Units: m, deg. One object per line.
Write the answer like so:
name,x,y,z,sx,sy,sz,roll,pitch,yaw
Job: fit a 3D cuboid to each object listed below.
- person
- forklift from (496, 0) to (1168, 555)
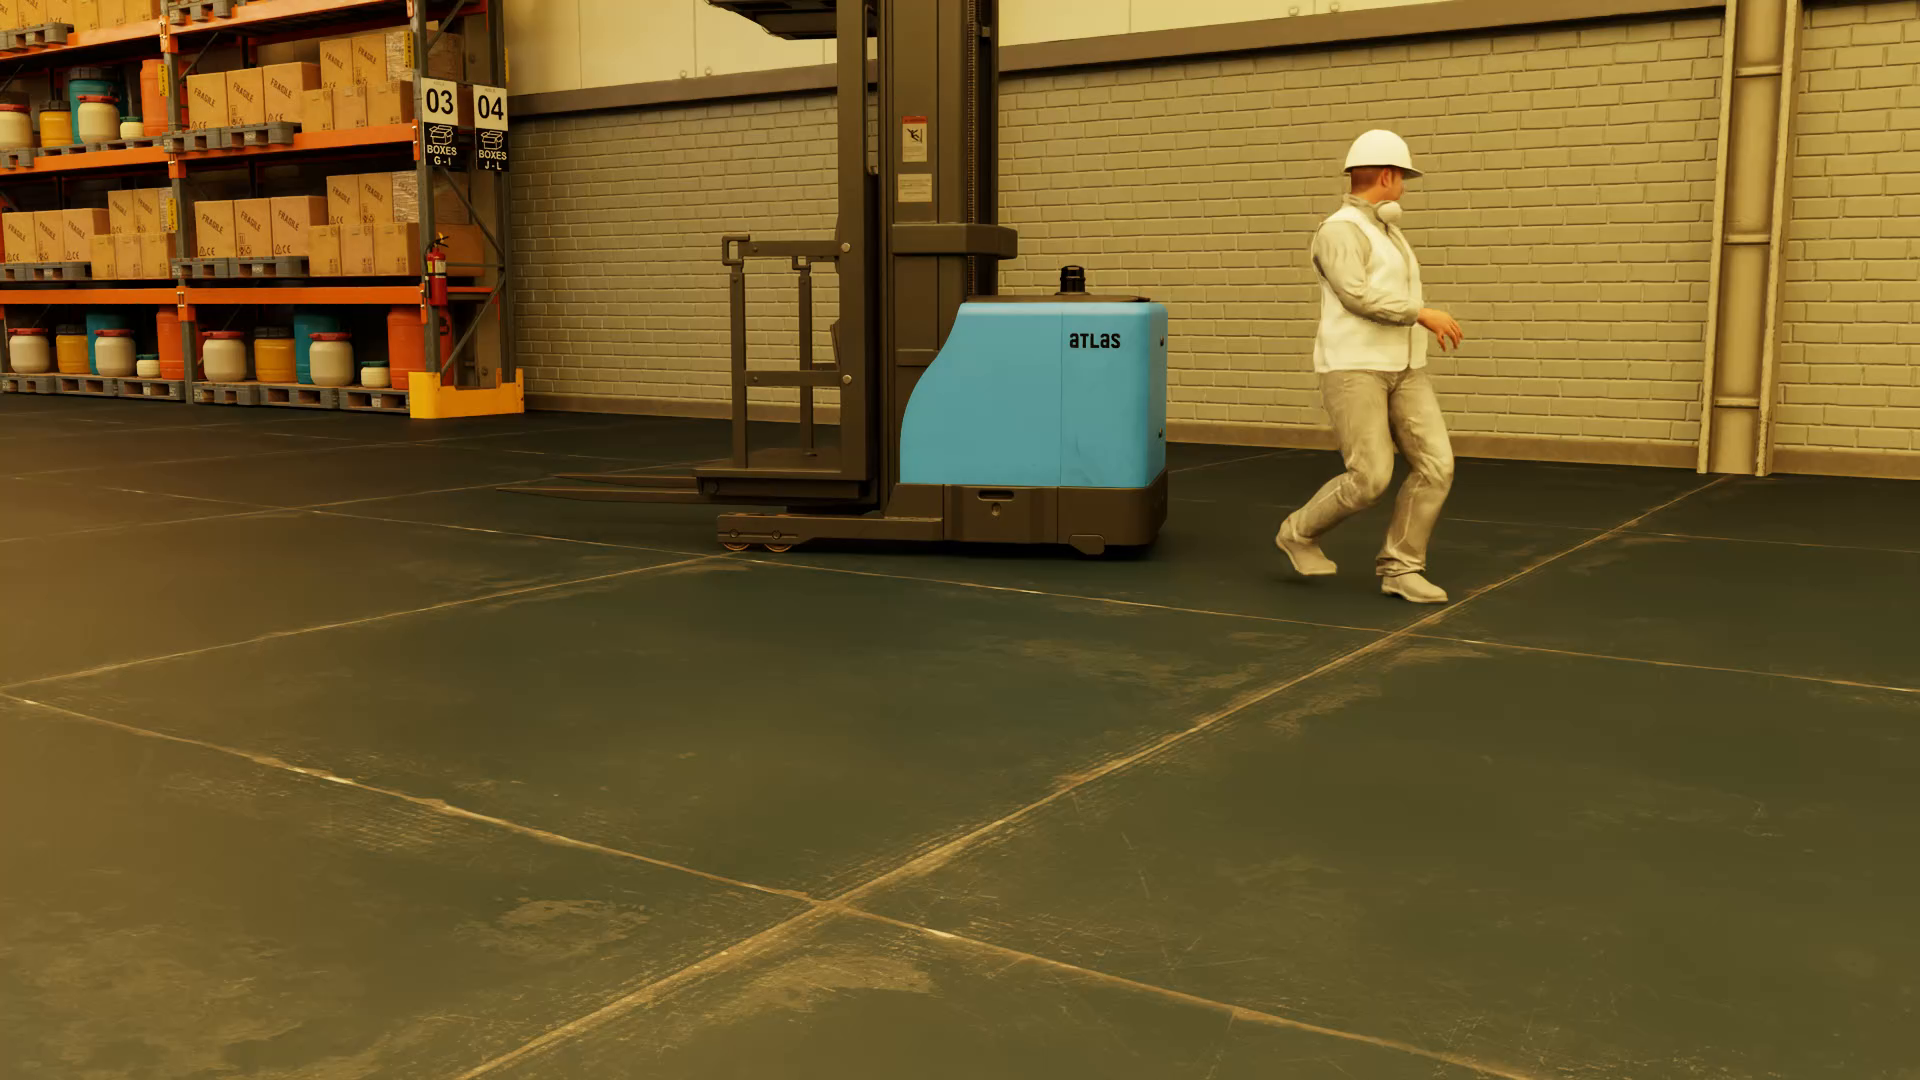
person,1.541,-0.647,6.148,0.624,1.702,0.714,-6,10,-36
forklift,-0.596,-1.469,7.520,3.031,2.935,1.130,2,8,12
